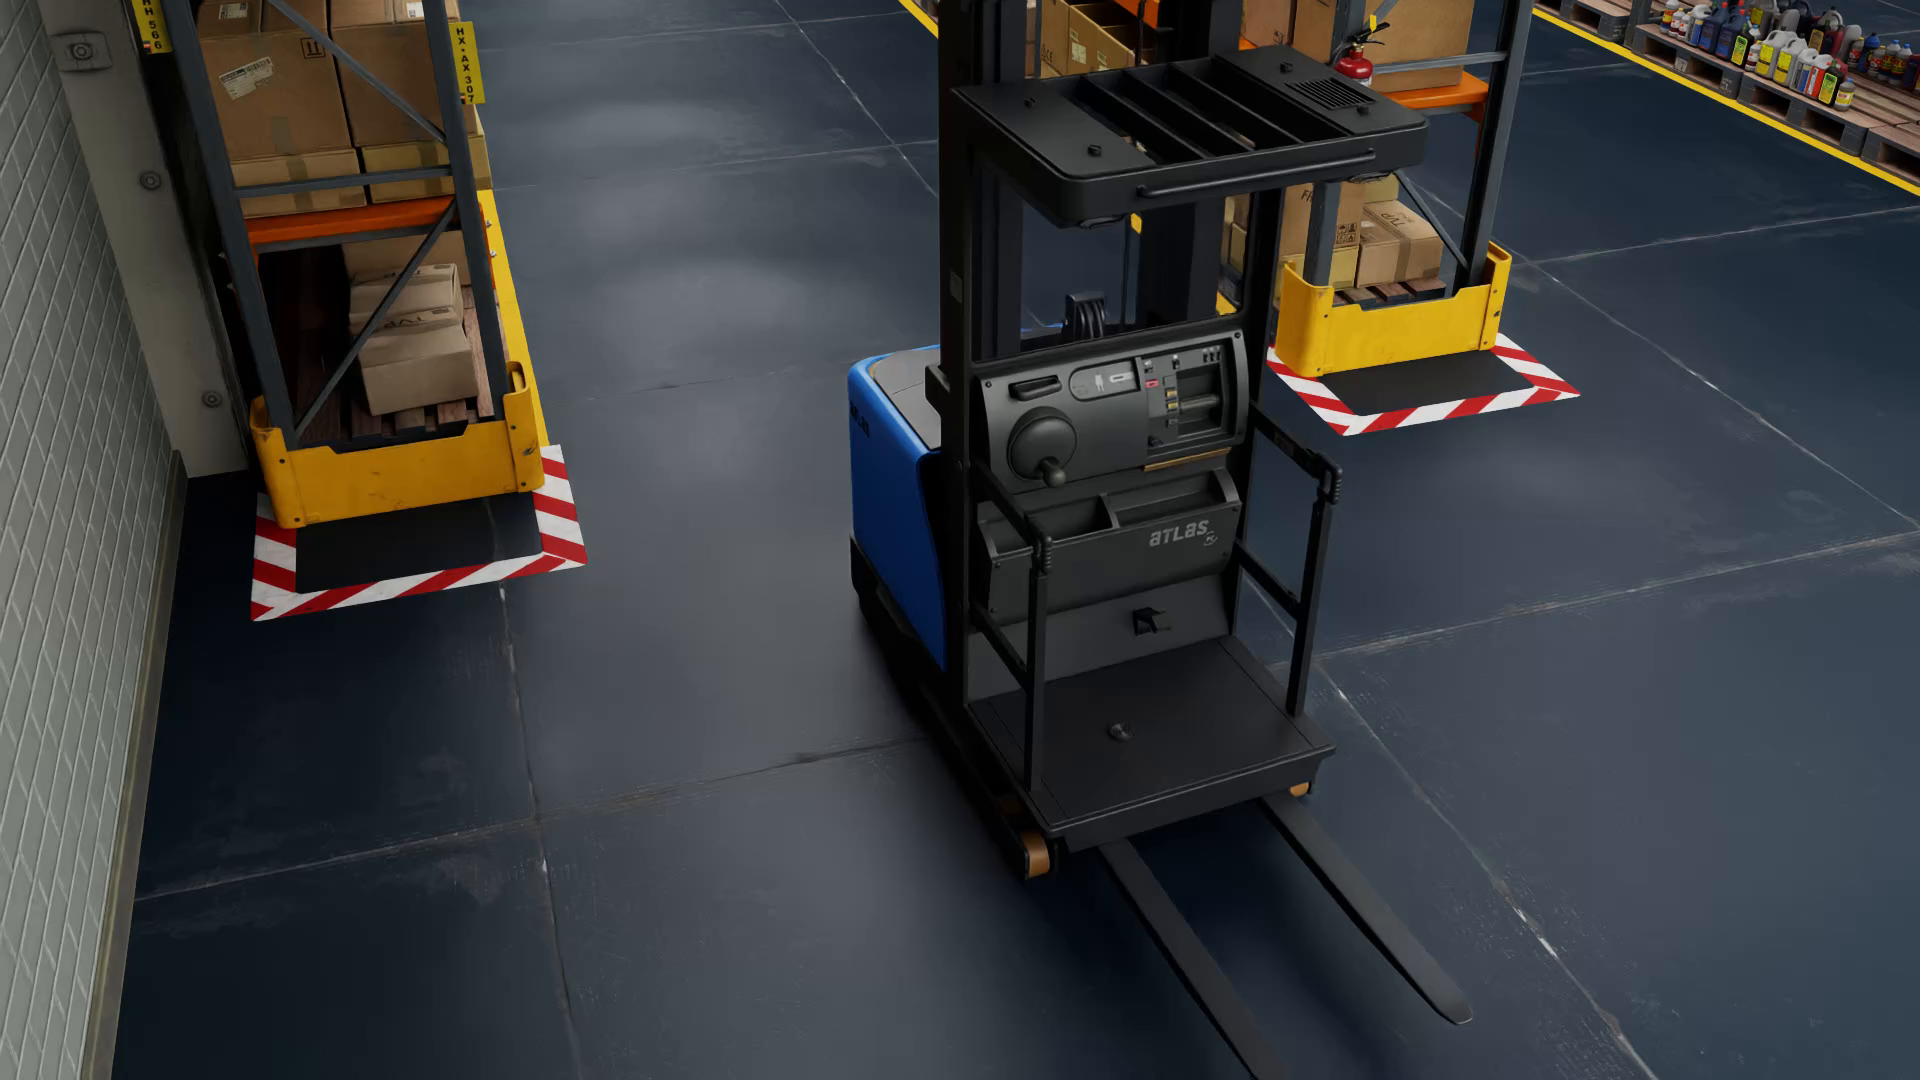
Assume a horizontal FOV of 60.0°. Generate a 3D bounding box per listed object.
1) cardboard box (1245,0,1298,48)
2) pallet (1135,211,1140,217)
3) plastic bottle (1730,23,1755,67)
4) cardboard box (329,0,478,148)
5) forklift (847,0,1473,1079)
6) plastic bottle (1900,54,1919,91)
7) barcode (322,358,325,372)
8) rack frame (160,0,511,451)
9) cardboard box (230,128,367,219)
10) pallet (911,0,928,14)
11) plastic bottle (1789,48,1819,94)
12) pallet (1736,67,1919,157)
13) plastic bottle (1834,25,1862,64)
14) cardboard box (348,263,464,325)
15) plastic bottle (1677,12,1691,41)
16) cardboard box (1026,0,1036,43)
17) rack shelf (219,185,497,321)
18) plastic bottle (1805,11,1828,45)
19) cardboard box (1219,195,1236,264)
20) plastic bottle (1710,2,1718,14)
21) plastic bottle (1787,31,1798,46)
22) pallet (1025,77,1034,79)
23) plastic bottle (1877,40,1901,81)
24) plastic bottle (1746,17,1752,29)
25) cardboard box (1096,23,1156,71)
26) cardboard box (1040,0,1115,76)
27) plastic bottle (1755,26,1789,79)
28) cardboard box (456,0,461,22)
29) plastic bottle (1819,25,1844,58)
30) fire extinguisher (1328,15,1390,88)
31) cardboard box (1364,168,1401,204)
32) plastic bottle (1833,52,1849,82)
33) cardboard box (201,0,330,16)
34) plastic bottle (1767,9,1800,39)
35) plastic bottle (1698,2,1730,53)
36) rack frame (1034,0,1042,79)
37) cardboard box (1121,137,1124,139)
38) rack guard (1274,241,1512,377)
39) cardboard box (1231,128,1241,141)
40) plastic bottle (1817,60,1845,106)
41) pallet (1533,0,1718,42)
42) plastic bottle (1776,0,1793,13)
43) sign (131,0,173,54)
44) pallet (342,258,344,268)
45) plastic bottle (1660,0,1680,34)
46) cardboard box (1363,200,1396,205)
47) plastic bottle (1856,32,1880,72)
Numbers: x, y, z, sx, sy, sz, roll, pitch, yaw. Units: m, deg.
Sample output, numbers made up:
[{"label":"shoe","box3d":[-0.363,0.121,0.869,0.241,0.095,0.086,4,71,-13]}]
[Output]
[{"label":"cardboard box","box3d":[1.942,-2.839,8.735,0.700,0.500,0.500,-9,35,-13]},{"label":"pallet","box3d":[1.596,-2.145,10.305,1.003,0.211,1.213,-10,35,-15]},{"label":"plastic bottle","box3d":[5.655,-3.570,11.997,0.061,0.283,0.133,-9,34,-13]},{"label":"cardboard box","box3d":[-2.339,-2.000,6.993,0.500,0.500,0.500,-10,35,-15]},{"label":"forklift","box3d":[0.587,-0.364,5.143,1.130,2.935,3.031,-13,36,-19]},{"label":"plastic bottle","box3d":[6.648,-3.282,11.562,0.061,0.283,0.133,-9,35,-14]},{"label":"barcode","box3d":[-2.991,-0.826,7.811,0.001,0.075,0.075,-10,35,-15]},{"label":"rack frame","box3d":[-2.479,-1.440,6.708,1.000,3.000,0.127,-10,35,-15]},{"label":"cardboard box","box3d":[-2.806,-1.599,7.066,0.500,0.250,0.500,-10,35,-14]},{"label":"pallet","box3d":[0.011,-4.873,14.433,1.003,0.211,1.213,-10,35,-15]},{"label":"plastic bottle","box3d":[5.885,-3.253,11.524,0.152,0.276,0.135,-11,35,-16]},{"label":"pallet","box3d":[6.276,-3.041,11.661,1.003,0.211,1.213,-10,35,-15]},{"label":"plastic bottle","box3d":[6.409,-3.607,12.060,0.152,0.276,0.135,-9,35,-14]},{"label":"cardboard box","box3d":[-2.779,-1.179,8.354,0.500,0.311,0.500,-7,34,-11]},{"label":"plastic bottle","box3d":[5.477,-3.874,12.532,0.097,0.201,0.097,0,33,0]},{"label":"cardboard box","box3d":[0.621,-3.801,11.887,0.500,0.311,0.500,-10,35,-15]},{"label":"rack shelf","box3d":[-3.089,-2.190,8.496,1.077,0.370,4.000,-10,35,-15]},{"label":"plastic bottle","box3d":[6.354,-3.787,12.326,0.061,0.283,0.133,-8,34,-12]},{"label":"cardboard box","box3d":[1.628,-1.795,9.359,0.500,0.250,0.500,-10,35,-15]},{"label":"plastic bottle","box3d":[5.641,-3.868,12.448,0.061,0.283,0.133,-10,35,-15]},{"label":"plastic bottle","box3d":[5.907,-3.476,11.860,0.152,0.276,0.135,-10,35,-15]},{"label":"pallet","box3d":[0.755,-3.592,12.494,1.003,0.211,1.213,-10,35,-15]},{"label":"plastic bottle","box3d":[6.564,-3.388,11.732,0.097,0.271,0.097,0,33,0]},{"label":"plastic bottle","box3d":[5.746,-3.702,12.207,0.097,0.271,0.097,0,33,0]},{"label":"cardboard box","box3d":[1.166,-2.895,10.343,0.500,0.500,0.500,-10,35,-15]},{"label":"cardboard box","box3d":[0.860,-3.420,11.138,0.500,0.500,0.500,-10,35,-15]},{"label":"plastic bottle","box3d":[5.774,-3.469,11.782,0.144,0.351,0.185,-10,35,-15]},{"label":"cardboard box","box3d":[-2.632,-2.533,7.801,0.500,0.500,0.500,-11,35,-16]},{"label":"plastic bottle","box3d":[6.308,-3.592,12.030,0.061,0.283,0.133,-10,35,-15]},{"label":"fire extinguisher","box3d":[1.831,-2.103,7.781,0.296,0.674,0.183,-10,35,-15]},{"label":"cardboard box","box3d":[2.131,-2.197,9.287,0.500,0.500,0.500,-10,35,-15]},{"label":"plastic bottle","box3d":[6.028,-3.202,11.440,0.061,0.283,0.133,-10,35,-15]},{"label":"cardboard box","box3d":[-2.970,-2.176,7.260,0.500,0.500,0.500,-10,35,-14]},{"label":"plastic bottle","box3d":[6.132,-3.825,12.389,0.152,0.276,0.135,-10,35,-15]},{"label":"plastic bottle","box3d":[5.587,-3.791,12.270,0.144,0.351,0.185,-9,35,-13]},{"label":"rack frame","box3d":[1.017,-4.375,11.150,1.000,3.000,0.127,-10,35,-15]},{"label":"cardboard box","box3d":[1.165,-2.582,10.550,0.500,0.250,0.500,-10,35,-15]},{"label":"rack guard","box3d":[2.245,-1.219,8.642,1.175,0.500,0.348,-10,35,-15]},{"label":"cardboard box","box3d":[1.471,-2.370,9.549,0.500,0.500,0.500,-10,35,-15]},{"label":"plastic bottle","box3d":[5.925,-3.105,11.293,0.061,0.283,0.133,-9,35,-14]},{"label":"pallet","box3d":[5.459,-4.448,13.791,1.003,0.211,1.213,-10,35,-15]},{"label":"plastic bottle","box3d":[6.206,-3.995,12.578,0.144,0.351,0.185,-11,35,-16]},{"label":"sign","box3d":[-3.014,-1.972,6.177,0.100,0.325,0.005,-10,35,-15]},{"label":"pallet","box3d":[-3.461,-2.030,10.131,1.003,0.211,1.213,-10,35,-15]},{"label":"plastic bottle","box3d":[5.415,-4.010,12.674,0.097,0.271,0.097,0,33,0]},{"label":"cardboard box","box3d":[2.129,-1.884,9.493,0.500,0.250,0.500,-10,35,-15]},{"label":"plastic bottle","box3d":[6.502,-3.494,11.893,0.097,0.271,0.097,0,33,0]}]
